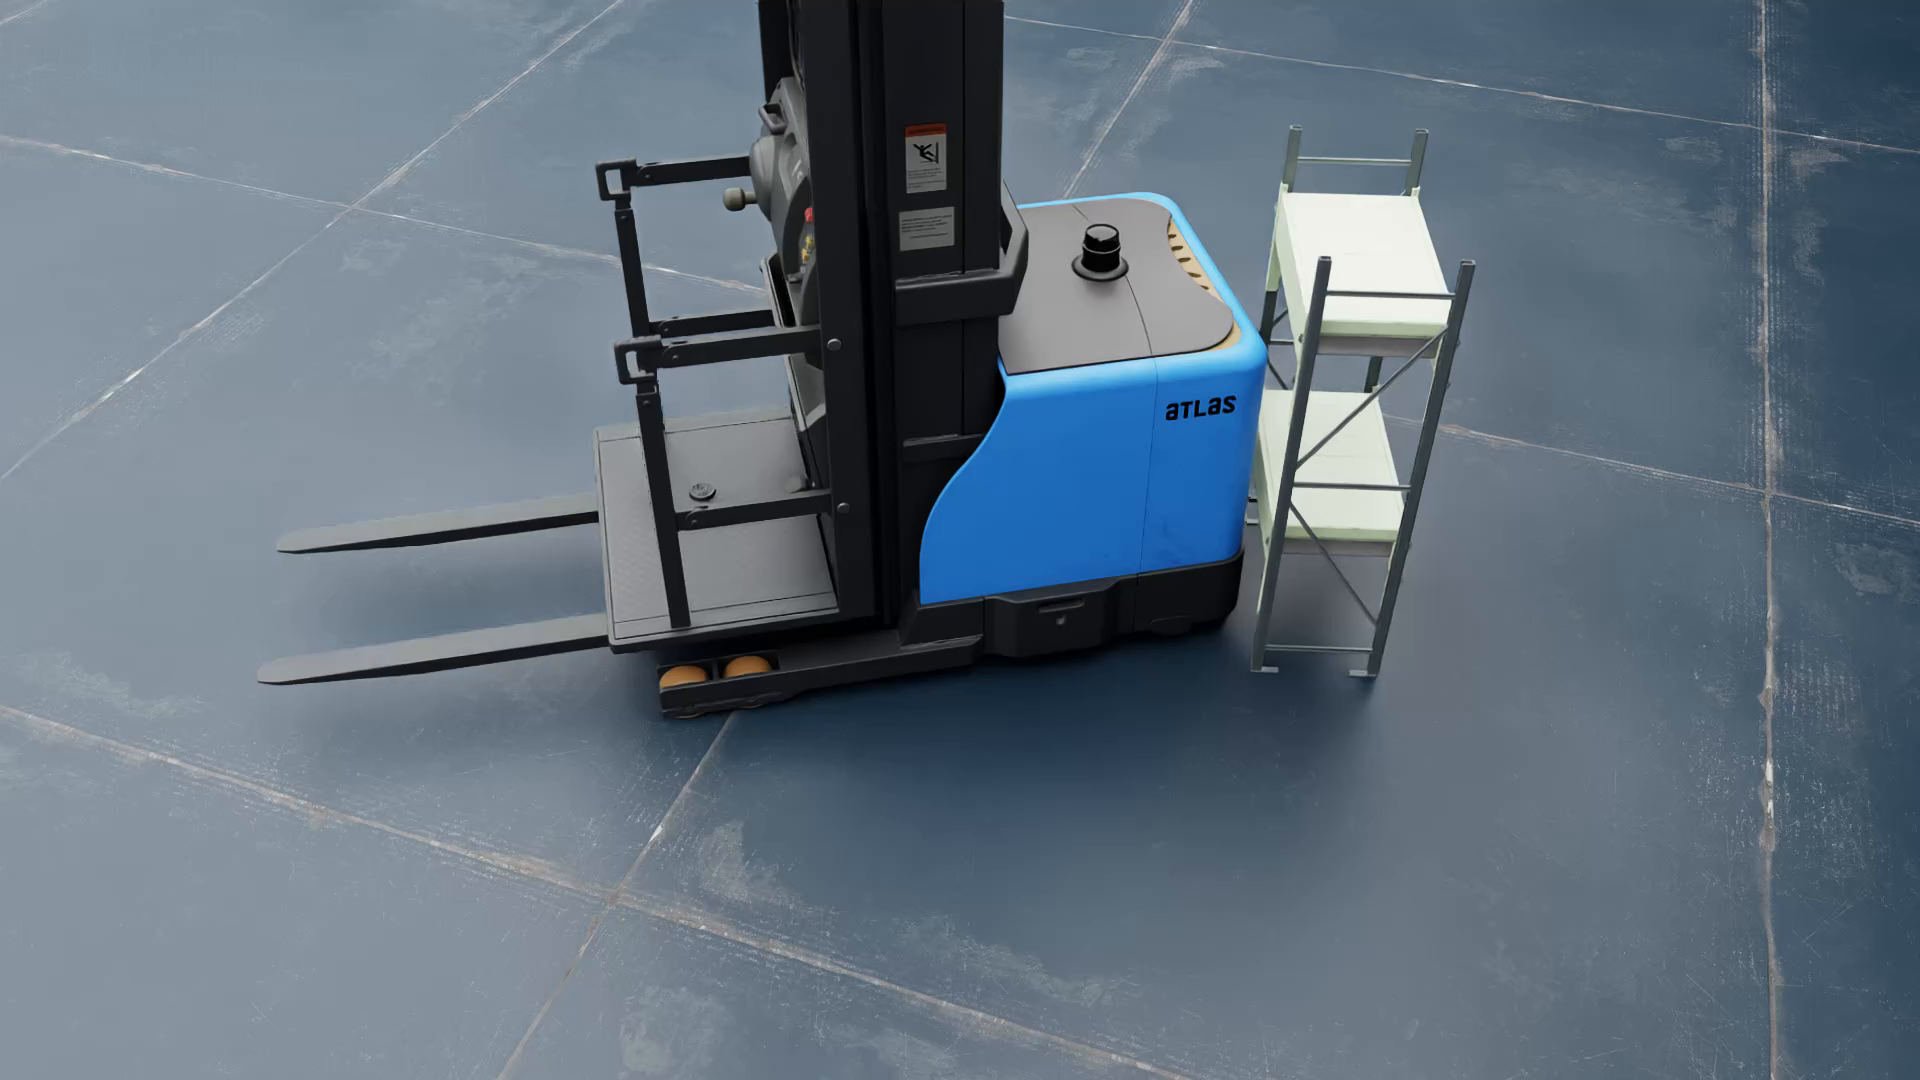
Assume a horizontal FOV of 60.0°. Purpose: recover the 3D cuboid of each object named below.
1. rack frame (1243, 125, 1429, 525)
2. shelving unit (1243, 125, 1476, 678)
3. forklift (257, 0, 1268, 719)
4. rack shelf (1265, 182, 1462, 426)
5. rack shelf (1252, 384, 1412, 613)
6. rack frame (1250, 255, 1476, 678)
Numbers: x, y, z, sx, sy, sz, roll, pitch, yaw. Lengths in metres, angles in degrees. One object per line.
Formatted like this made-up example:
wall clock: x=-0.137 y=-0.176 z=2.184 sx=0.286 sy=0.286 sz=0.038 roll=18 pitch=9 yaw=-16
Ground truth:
rack frame: x=1.157 y=-0.625 z=5.325 sx=0.400 sy=1.500 sz=0.023 roll=2 pitch=41 yaw=2
shelving unit: x=1.139 y=-0.388 z=5.047 sx=0.431 sy=1.500 sz=0.755 roll=2 pitch=41 yaw=2
forklift: x=-0.670 y=-0.944 z=4.599 sx=3.031 sy=2.935 sz=1.130 roll=-8 pitch=41 yaw=-9
rack shelf: x=1.141 y=-0.685 z=4.794 sx=0.431 sy=0.370 sz=0.720 roll=2 pitch=41 yaw=2
rack shelf: x=1.137 y=-0.140 z=5.259 sx=0.431 sy=0.370 sz=0.720 roll=2 pitch=41 yaw=2
rack frame: x=1.121 y=-0.151 z=4.769 sx=0.400 sy=1.500 sz=0.023 roll=2 pitch=41 yaw=2
